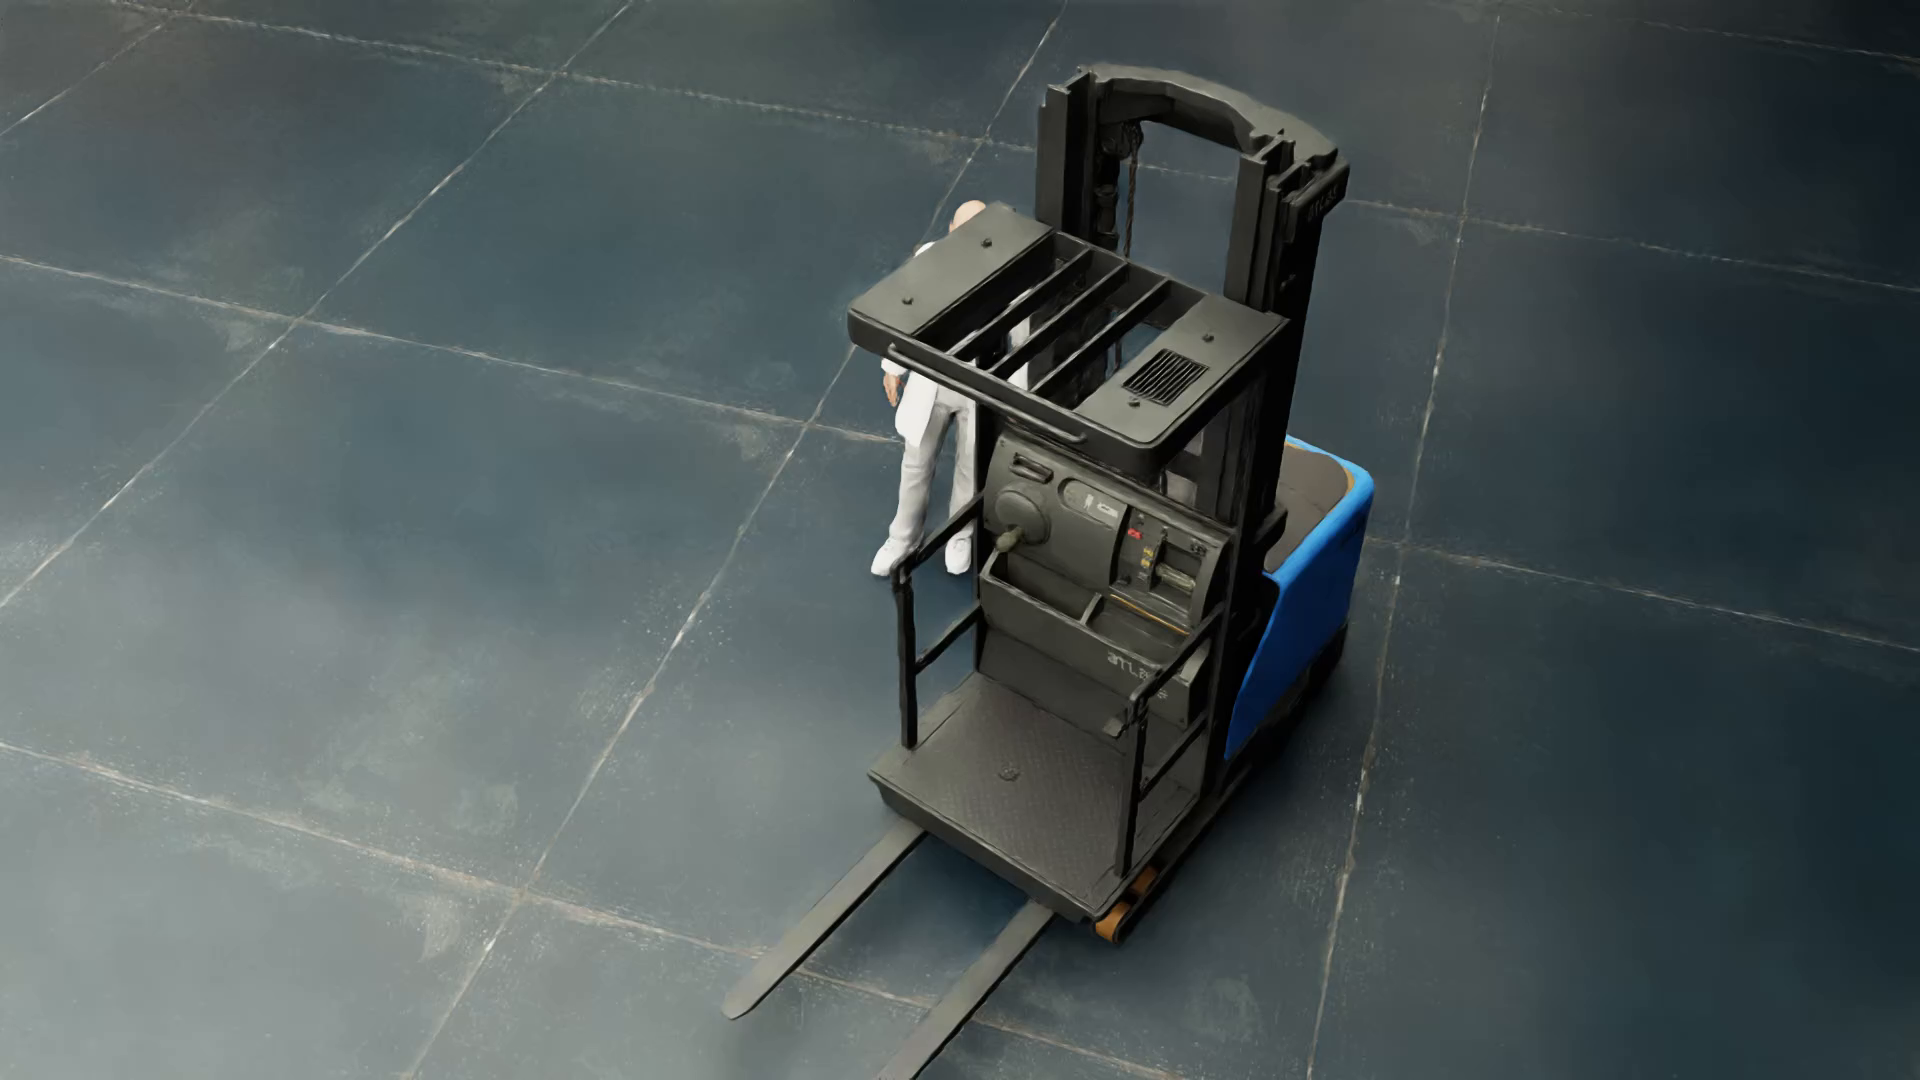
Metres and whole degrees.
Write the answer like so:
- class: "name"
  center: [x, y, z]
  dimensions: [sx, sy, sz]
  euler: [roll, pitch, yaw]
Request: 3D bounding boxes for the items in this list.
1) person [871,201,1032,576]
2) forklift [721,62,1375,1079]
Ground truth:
- class: "person"
  center: [-0.032, -0.598, 7.168]
  dimensions: [0.694, 1.776, 0.579]
  euler: [12, 44, 13]
- class: "forklift"
  center: [0.356, 0.043, 5.643]
  dimensions: [1.130, 2.935, 3.031]
  euler: [28, 50, 27]
